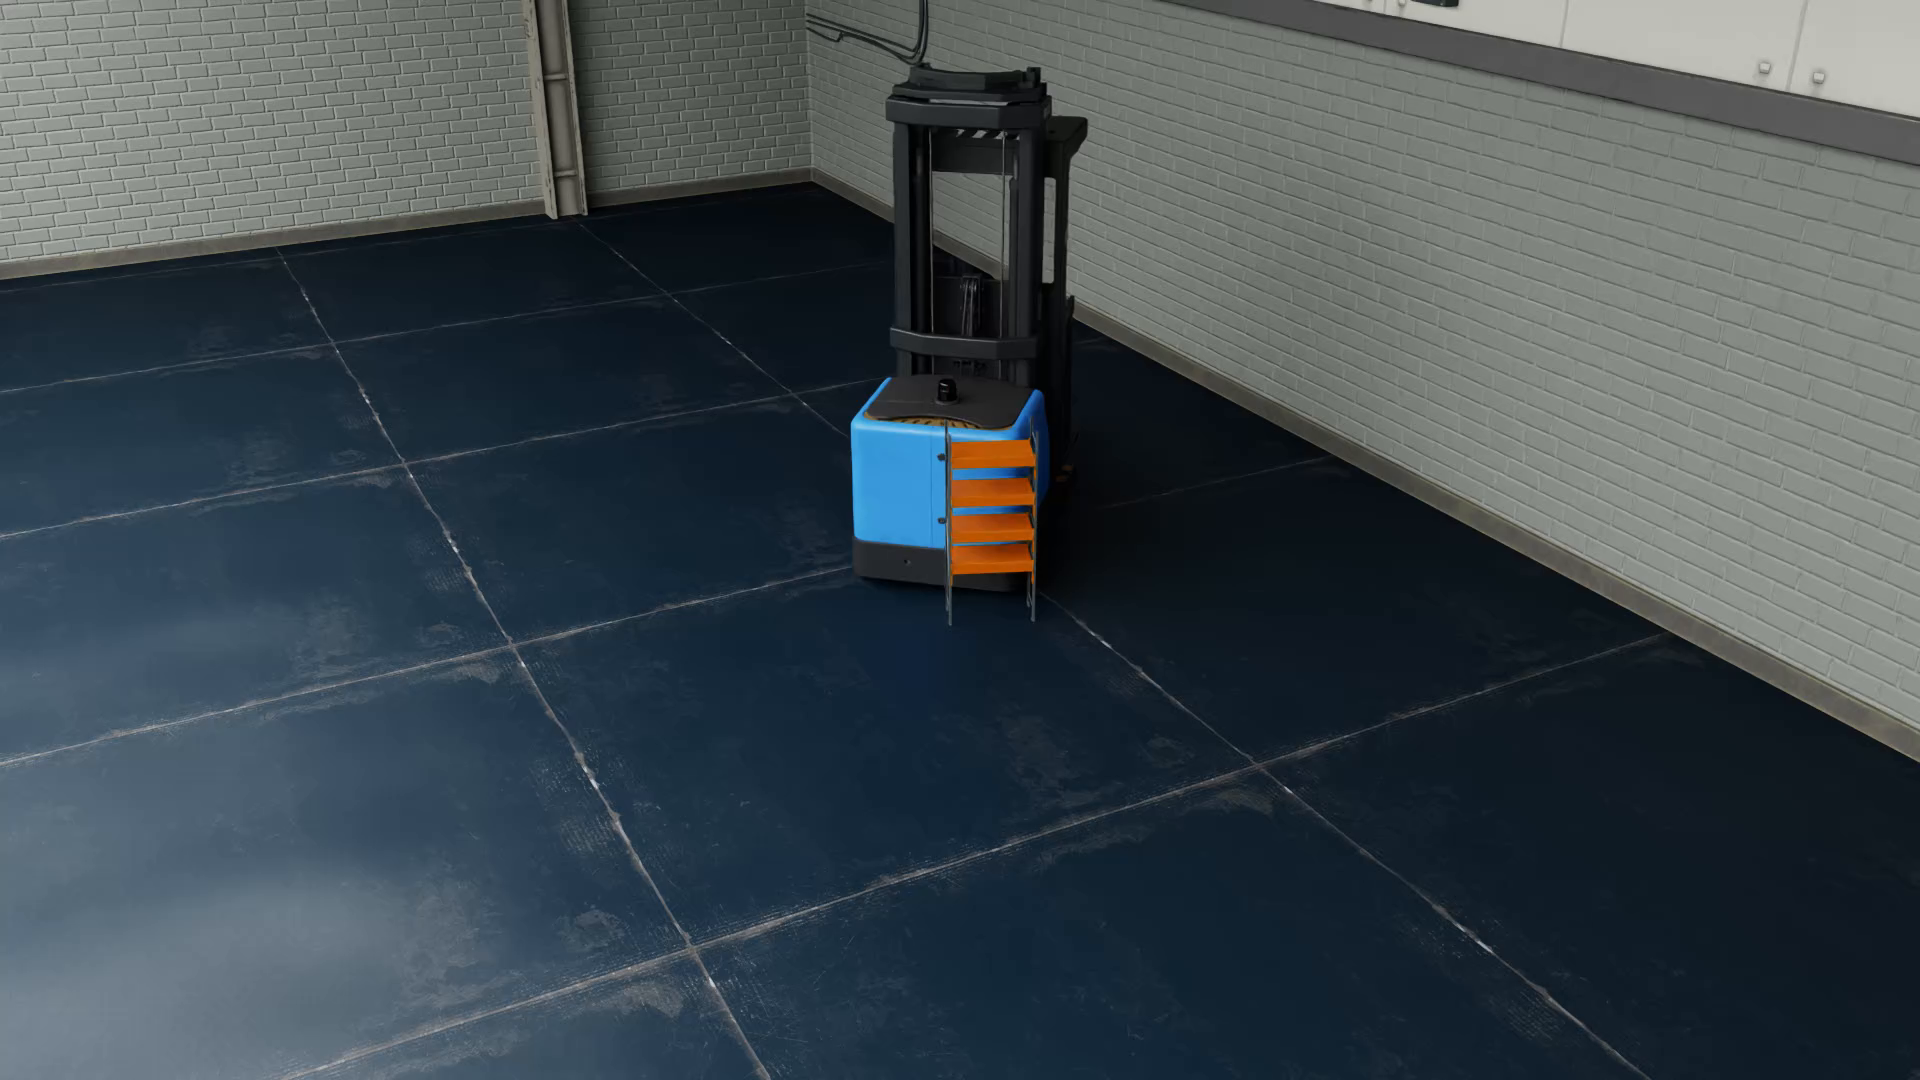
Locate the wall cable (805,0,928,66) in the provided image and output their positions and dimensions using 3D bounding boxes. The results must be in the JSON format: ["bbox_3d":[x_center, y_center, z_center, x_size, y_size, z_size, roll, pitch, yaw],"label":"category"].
[{"bbox_3d":[-1.077,-6.320,17.104,0.112,2.526,3.097,-13,29,-25],"label":"wall cable"}]

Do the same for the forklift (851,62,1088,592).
[{"bbox_3d":[0.187,-1.626,10.749,1.130,2.935,3.031,6,26,12],"label":"forklift"}]

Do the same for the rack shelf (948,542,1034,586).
[{"bbox_3d":[0.177,0.138,9.690,0.480,0.148,0.258,-2,26,-5],"label":"rack shelf"}]

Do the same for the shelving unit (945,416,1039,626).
[{"bbox_3d":[0.177,-0.101,9.575,0.503,1.200,0.258,-2,26,-5],"label":"shelving unit"}]

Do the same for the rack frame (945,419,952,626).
[{"bbox_3d":[-0.067,-0.092,9.555,0.015,1.200,0.240,-2,26,-5],"label":"rack frame"}]

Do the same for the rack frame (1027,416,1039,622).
[{"bbox_3d":[0.420,-0.111,9.594,0.015,1.200,0.240,-2,26,-5],"label":"rack frame"}]

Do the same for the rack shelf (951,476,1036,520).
[{"bbox_3d":[0.177,-0.242,9.507,0.480,0.148,0.258,-2,26,-5],"label":"rack shelf"}]

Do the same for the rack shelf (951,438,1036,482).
[{"bbox_3d":[0.177,-0.456,9.404,0.480,0.148,0.258,-2,26,-5],"label":"rack shelf"}]

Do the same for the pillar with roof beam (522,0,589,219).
[{"bbox_3d":[-2.273,-5.980,12.809,0.400,9.000,9.100,-13,29,-25],"label":"pillar with roof beam"}]

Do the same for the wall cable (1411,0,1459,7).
[{"bbox_3d":[3.376,-5.624,8.137,0.169,6.003,2.305,-13,29,-25],"label":"wall cable"}]

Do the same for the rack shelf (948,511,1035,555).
[{"bbox_3d":[0.177,-0.041,9.604,0.480,0.148,0.258,-2,26,-5],"label":"rack shelf"}]
